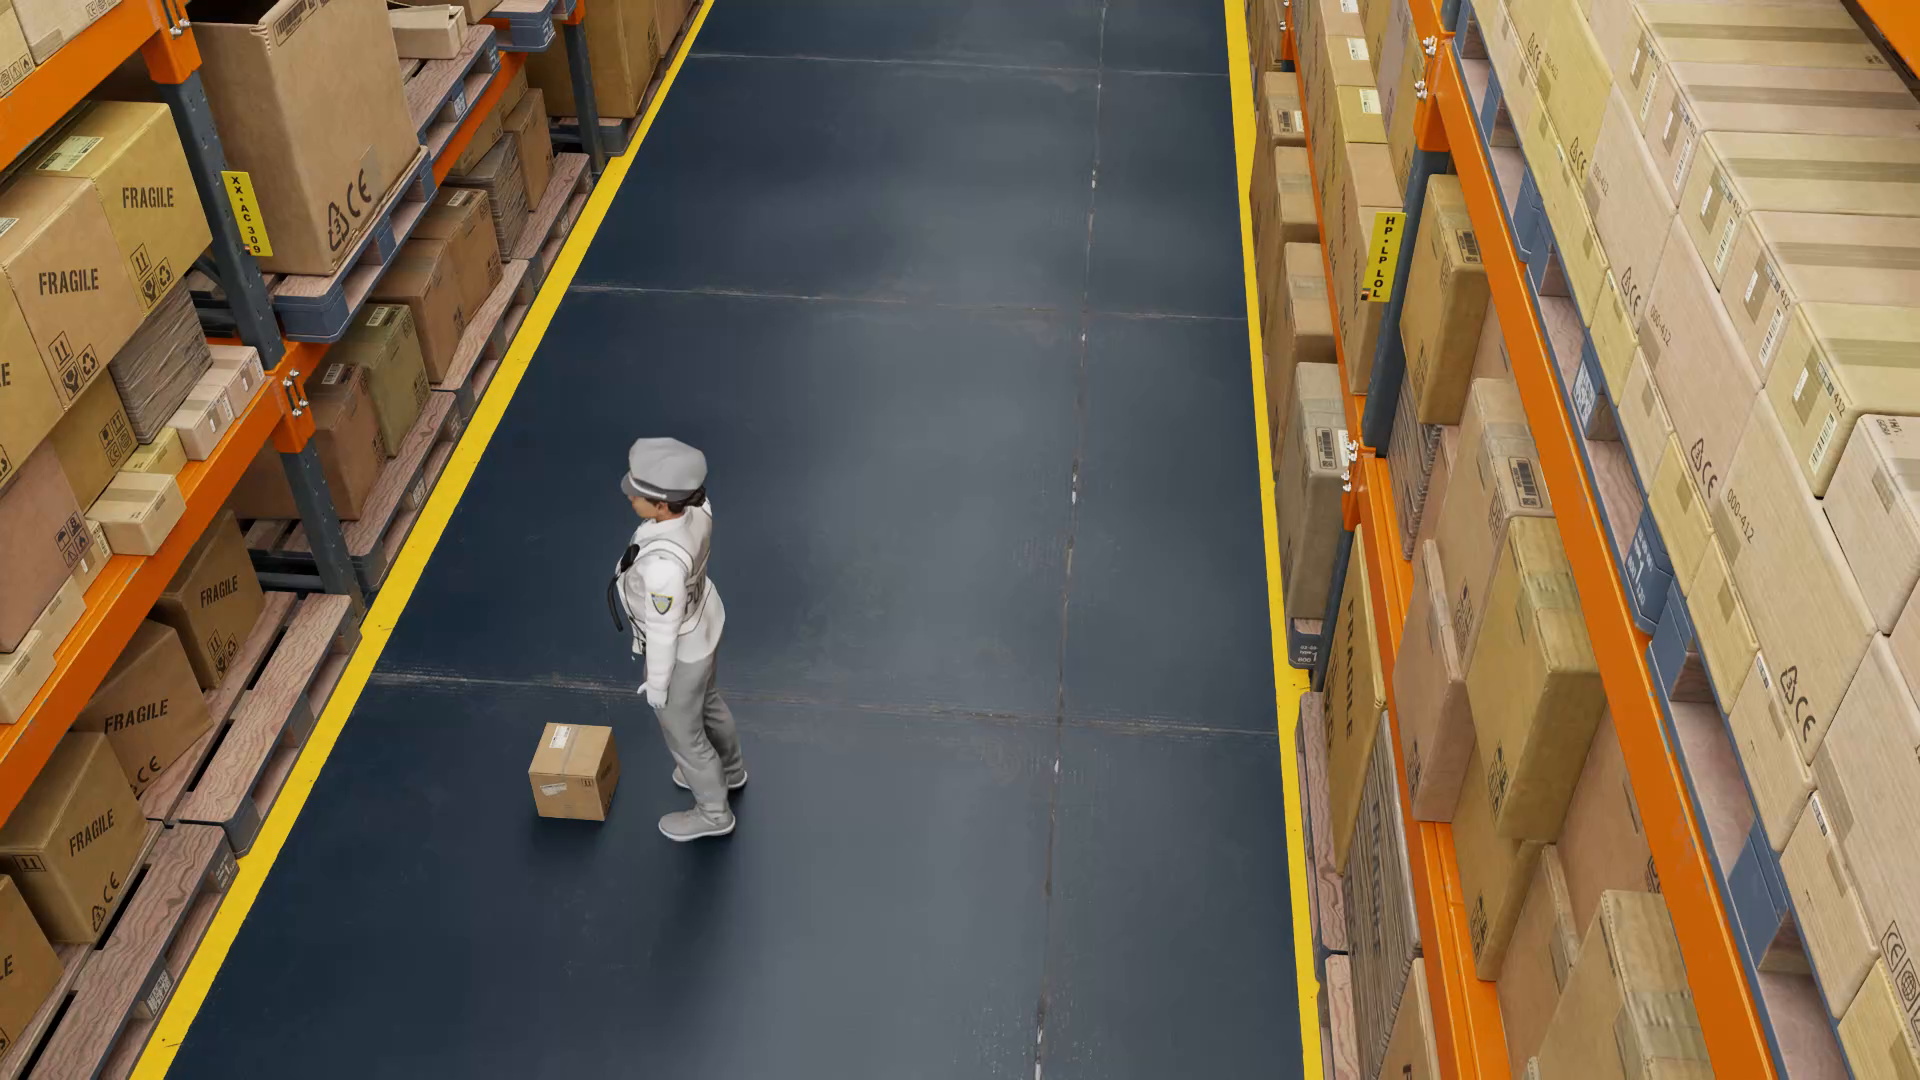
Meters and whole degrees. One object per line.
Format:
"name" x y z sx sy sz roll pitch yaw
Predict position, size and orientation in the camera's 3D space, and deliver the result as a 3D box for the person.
"person" -0.969 0.363 5.719 0.345 1.687 0.466 4 40 5
